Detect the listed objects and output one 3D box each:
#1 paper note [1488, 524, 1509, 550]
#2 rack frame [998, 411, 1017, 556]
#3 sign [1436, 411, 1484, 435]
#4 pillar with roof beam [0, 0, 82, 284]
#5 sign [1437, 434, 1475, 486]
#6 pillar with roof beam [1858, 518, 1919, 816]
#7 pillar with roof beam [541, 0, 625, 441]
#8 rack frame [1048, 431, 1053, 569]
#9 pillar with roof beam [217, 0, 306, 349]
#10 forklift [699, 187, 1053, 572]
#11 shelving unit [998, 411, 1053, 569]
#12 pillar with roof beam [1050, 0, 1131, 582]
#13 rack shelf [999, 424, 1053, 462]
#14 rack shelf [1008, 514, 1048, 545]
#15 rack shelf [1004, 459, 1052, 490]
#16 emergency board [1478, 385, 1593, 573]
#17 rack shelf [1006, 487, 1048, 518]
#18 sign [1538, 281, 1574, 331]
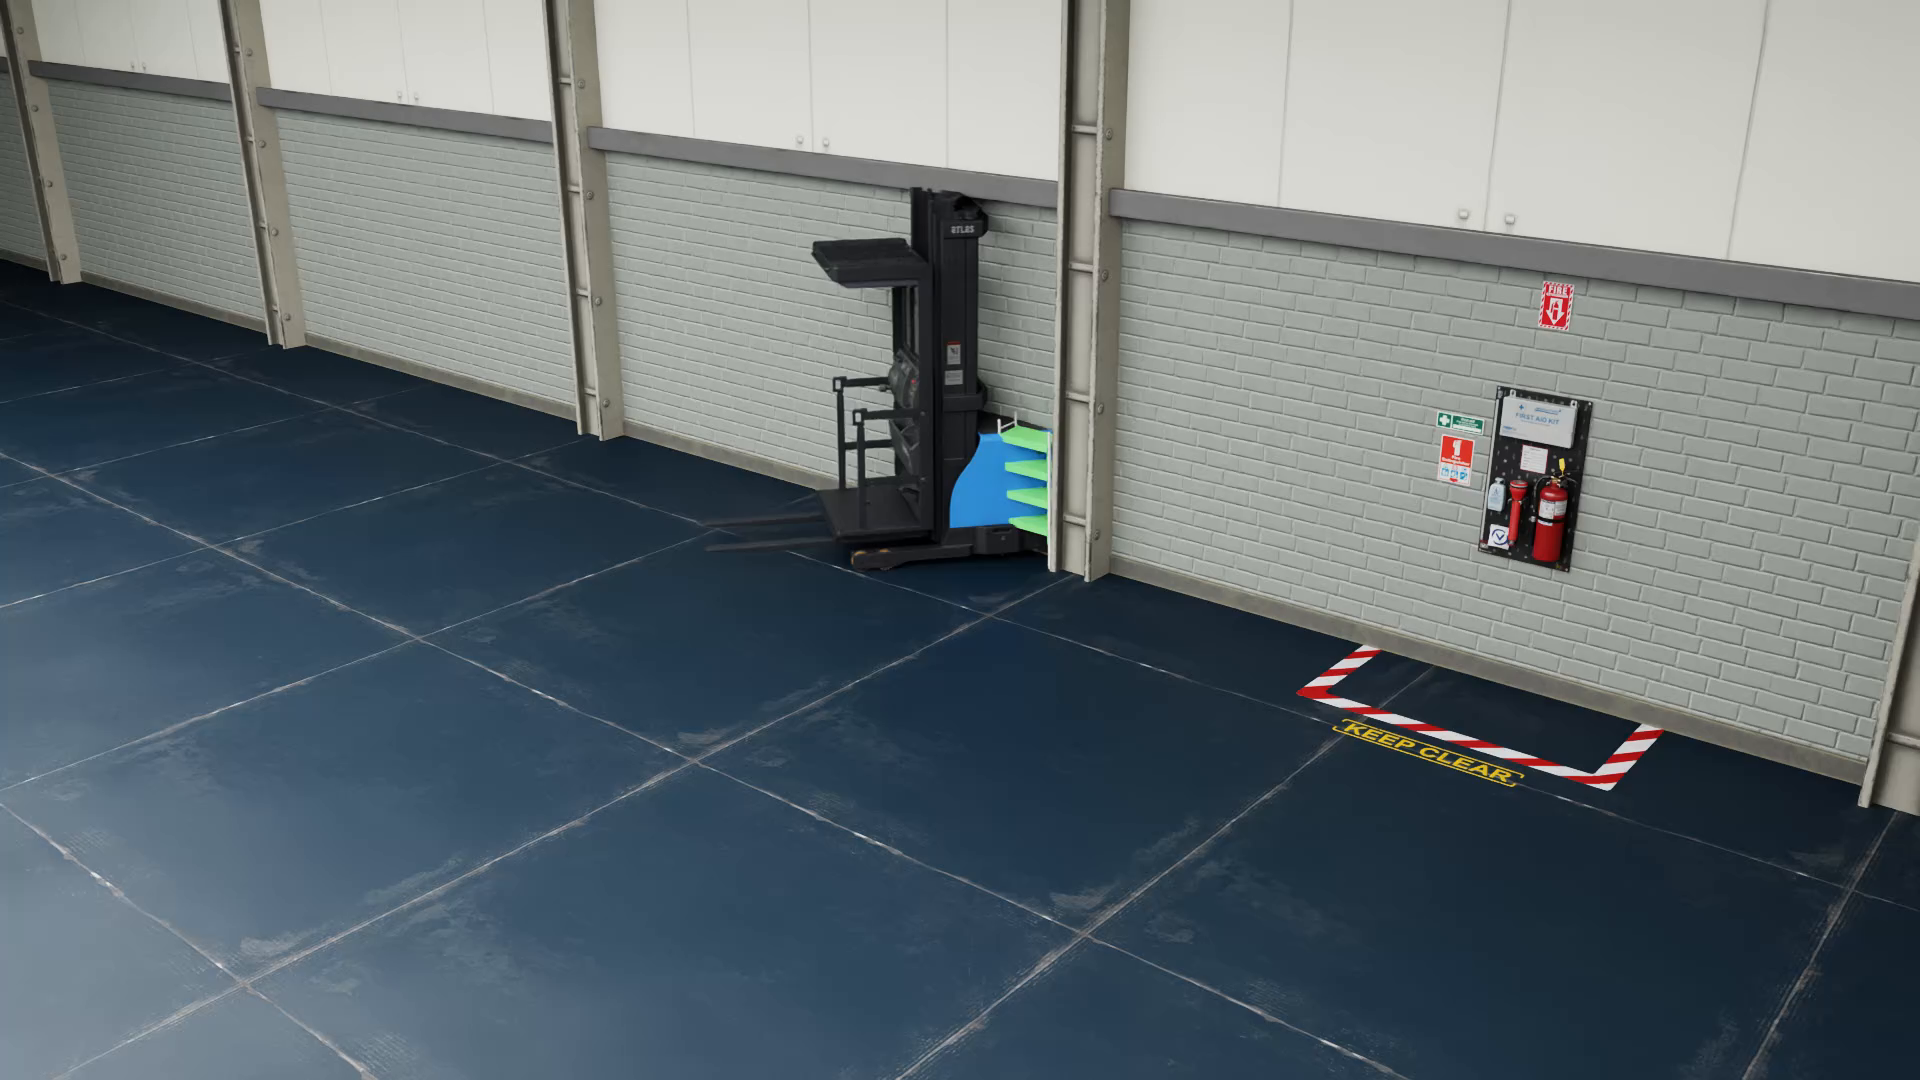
[{"bbox_3d":[3.642,-0.021,11.222,0.142,0.148,0.016,16,26,36],"label":"paper note"},{"bbox_3d":[0.397,-0.457,13.665,0.015,1.200,0.240,16,29,35],"label":"rack frame"},{"bbox_3d":[3.370,-0.788,11.205,0.331,0.109,0.001,16,26,36],"label":"sign"},{"bbox_3d":[-15.690,-6.798,19.442,0.400,9.000,9.100,16,26,36],"label":"pillar with roof beam"},{"bbox_3d":[3.372,-0.544,11.308,0.234,0.329,0.001,16,26,36],"label":"sign"},{"bbox_3d":[2.903,-1.444,5.243,0.400,9.000,9.100,16,26,36],"label":"pillar with roof beam"},{"bbox_3d":[-6.393,-4.121,12.343,0.400,9.000,9.100,16,26,36],"label":"pillar with roof beam"},{"bbox_3d":[0.782,-0.345,13.387,0.015,1.200,0.240,16,29,35],"label":"rack frame"},{"bbox_3d":[-11.042,-5.460,15.893,0.400,9.000,9.100,16,26,36],"label":"pillar with roof beam"},{"bbox_3d":[-0.639,-1.316,13.504,3.031,2.935,1.130,-5,21,-12],"label":"forklift"},{"bbox_3d":[0.589,-0.401,13.526,0.503,1.200,0.258,16,29,35],"label":"shelving unit"},{"bbox_3d":[-1.745,-2.782,8.793,0.400,9.000,9.100,16,26,36],"label":"pillar with roof beam"},{"bbox_3d":[0.579,-0.781,13.358,0.480,0.148,0.258,16,29,35],"label":"rack shelf"},{"bbox_3d":[0.597,-0.123,13.649,0.480,0.148,0.258,16,29,35],"label":"rack shelf"},{"bbox_3d":[0.585,-0.562,13.455,0.480,0.148,0.258,16,29,35],"label":"rack shelf"},{"bbox_3d":[3.735,-0.375,10.912,0.643,1.169,0.194,16,26,36],"label":"emergency board"},{"bbox_3d":[0.591,-0.343,13.552,0.480,0.148,0.258,16,29,35],"label":"rack shelf"},{"bbox_3d":[3.792,-1.489,10.580,0.199,0.298,0.001,16,26,36],"label":"sign"}]
